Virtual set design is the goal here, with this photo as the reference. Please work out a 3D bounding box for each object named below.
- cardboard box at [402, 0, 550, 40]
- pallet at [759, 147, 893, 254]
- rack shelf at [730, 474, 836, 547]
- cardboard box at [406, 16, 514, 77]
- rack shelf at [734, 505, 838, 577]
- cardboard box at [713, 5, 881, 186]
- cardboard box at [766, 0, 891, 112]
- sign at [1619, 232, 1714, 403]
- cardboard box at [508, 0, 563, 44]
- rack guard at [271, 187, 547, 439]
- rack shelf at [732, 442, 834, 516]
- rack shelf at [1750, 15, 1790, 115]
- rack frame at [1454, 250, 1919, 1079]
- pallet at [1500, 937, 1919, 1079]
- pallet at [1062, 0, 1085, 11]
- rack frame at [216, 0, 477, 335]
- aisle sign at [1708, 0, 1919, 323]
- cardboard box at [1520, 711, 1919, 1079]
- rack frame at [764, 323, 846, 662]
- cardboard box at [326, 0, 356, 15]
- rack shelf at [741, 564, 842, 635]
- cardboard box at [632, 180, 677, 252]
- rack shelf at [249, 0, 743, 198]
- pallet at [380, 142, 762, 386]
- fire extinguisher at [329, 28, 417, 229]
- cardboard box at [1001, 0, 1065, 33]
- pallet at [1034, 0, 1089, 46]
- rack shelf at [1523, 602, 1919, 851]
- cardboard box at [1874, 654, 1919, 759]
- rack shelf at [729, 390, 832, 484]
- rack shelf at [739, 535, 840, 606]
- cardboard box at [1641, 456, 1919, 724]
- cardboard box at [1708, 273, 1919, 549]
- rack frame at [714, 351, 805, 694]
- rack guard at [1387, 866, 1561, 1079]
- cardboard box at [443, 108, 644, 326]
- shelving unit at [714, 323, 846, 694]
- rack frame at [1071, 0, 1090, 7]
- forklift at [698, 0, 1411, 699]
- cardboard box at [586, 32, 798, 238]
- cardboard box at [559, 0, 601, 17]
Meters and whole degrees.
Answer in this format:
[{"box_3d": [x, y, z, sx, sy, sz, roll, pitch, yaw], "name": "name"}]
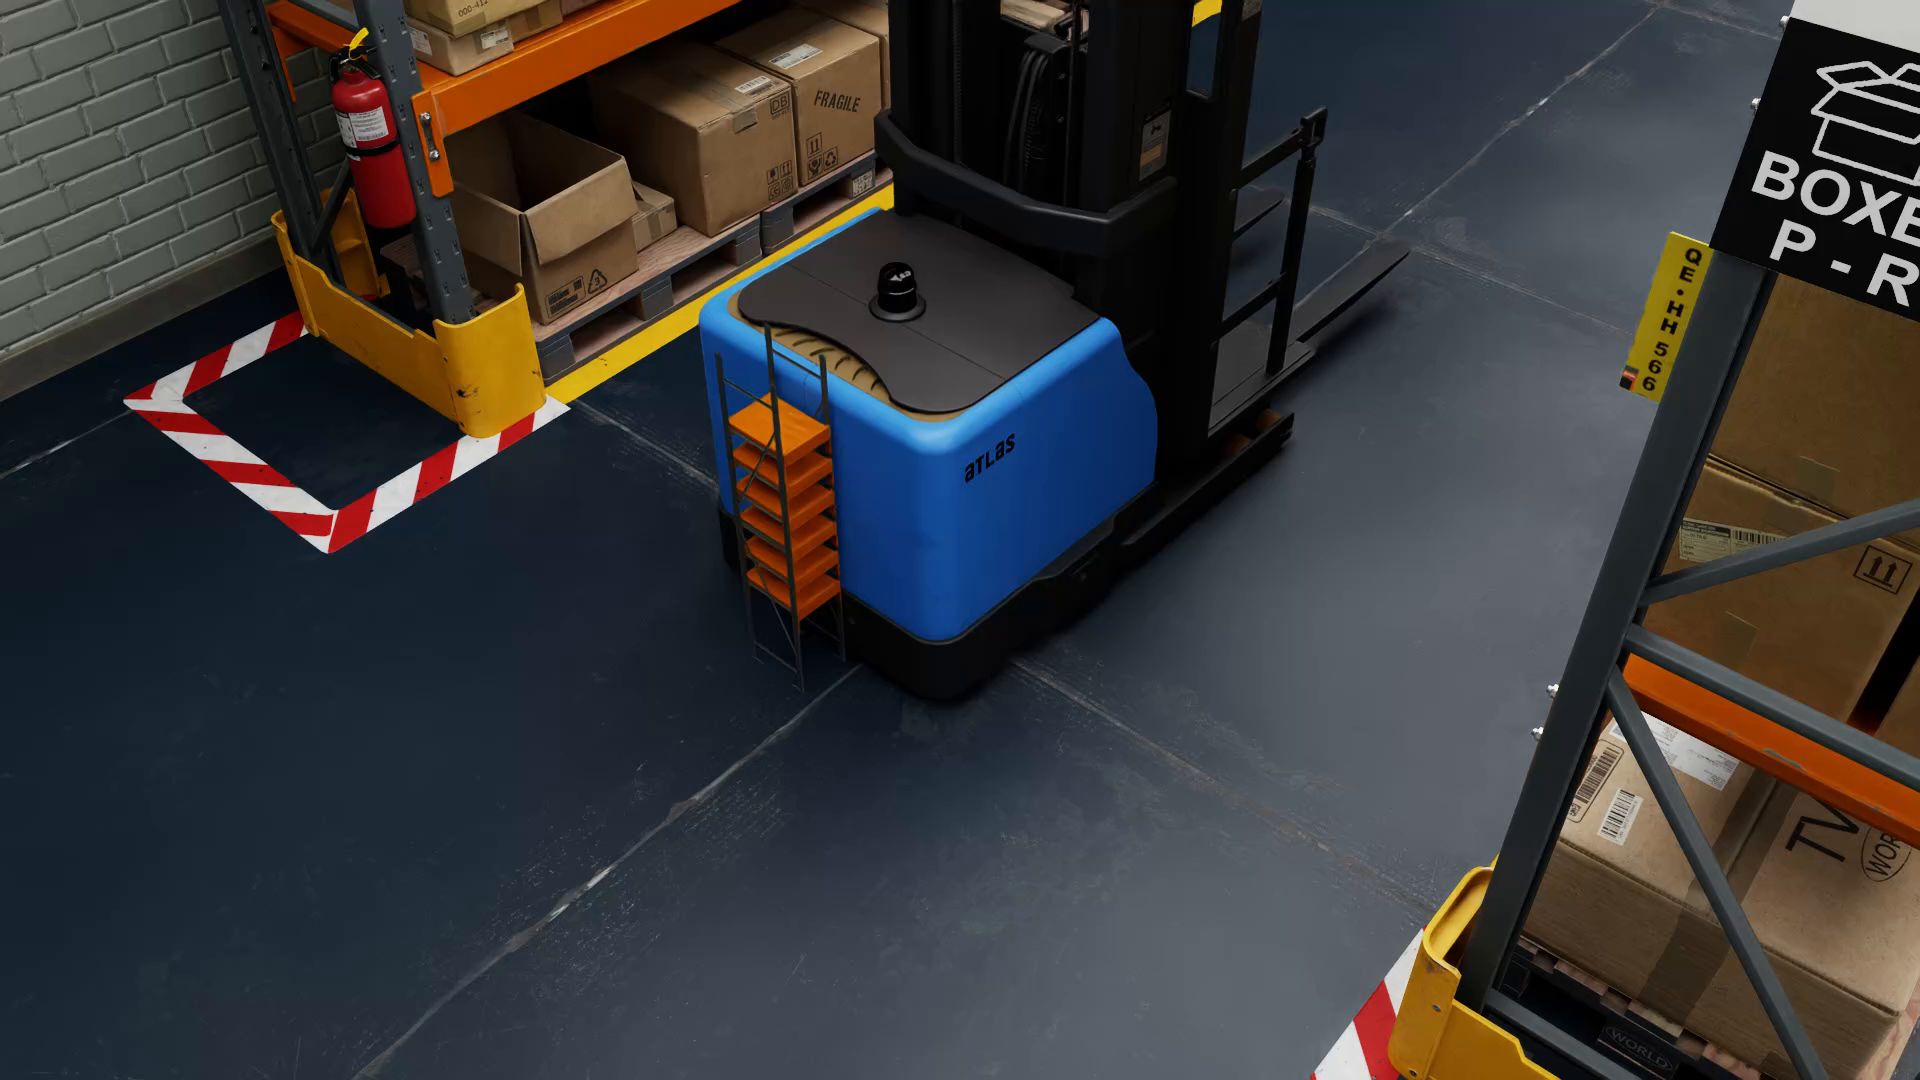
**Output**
[{"box_3d": [-1.656, -1.941, 5.545, 0.500, 0.250, 0.500, 30, 50, 29], "name": "cardboard box"}, {"box_3d": [-0.807, -1.813, 7.587, 1.003, 0.211, 1.213, 29, 50, 28], "name": "pallet"}, {"box_3d": [-0.517, -0.117, 4.875, 0.258, 0.103, 0.180, 31, 51, 30], "name": "rack shelf"}, {"box_3d": [-1.732, -1.727, 5.606, 0.380, 0.149, 0.250, 29, 50, 28], "name": "cardboard box"}, {"box_3d": [-0.517, -0.028, 4.955, 0.258, 0.103, 0.180, 31, 51, 30], "name": "rack shelf"}, {"box_3d": [-0.691, -1.926, 7.184, 0.500, 0.500, 0.500, 30, 50, 29], "name": "cardboard box"}, {"box_3d": [-0.440, -2.232, 7.520, 0.700, 0.500, 0.500, 28, 49, 27], "name": "cardboard box"}, {"box_3d": [1.241, -0.380, 2.902, 0.100, 0.325, 0.005, 29, 50, 28], "name": "sign"}, {"box_3d": [-1.604, -1.878, 5.772, 0.380, 0.149, 0.250, 31, 51, 29], "name": "cardboard box"}, {"box_3d": [-2.105, -0.884, 6.350, 1.175, 0.500, 0.348, 29, 50, 28], "name": "rack guard"}, {"box_3d": [-0.517, -0.206, 4.794, 0.258, 0.103, 0.180, 31, 51, 30], "name": "rack shelf"}, {"box_3d": [2.935, -1.496, 3.470, 1.077, 0.370, 4.000, 29, 50, 28], "name": "rack shelf"}, {"box_3d": [1.648, 0.378, 3.105, 1.000, 3.000, 0.127, 29, 50, 28], "name": "rack frame"}, {"box_3d": [2.102, 0.964, 4.533, 1.003, 0.211, 1.213, 29, 50, 28], "name": "pallet"}, {"box_3d": [0.915, -3.232, 9.148, 1.003, 0.211, 1.213, 29, 50, 28], "name": "pallet"}, {"box_3d": [-2.154, -1.769, 5.466, 1.000, 3.000, 0.127, 29, 50, 28], "name": "rack frame"}, {"box_3d": [1.364, -0.681, 2.337, 0.394, 0.787, 0.004, 29, 50, 28], "name": "aisle sign"}, {"box_3d": [1.996, 0.787, 4.247, 0.875, 0.438, 0.875, 28, 49, 27], "name": "cardboard box"}, {"box_3d": [-0.456, -0.107, 4.976, 0.240, 1.200, 0.006, 31, 51, 30], "name": "rack frame"}, {"box_3d": [-2.146, -1.963, 5.866, 0.380, 0.149, 0.250, 29, 50, 28], "name": "cardboard box"}, {"box_3d": [-0.517, 0.149, 5.117, 0.258, 0.103, 0.180, 31, 51, 30], "name": "rack shelf"}, {"box_3d": [-1.385, -1.346, 6.807, 0.380, 0.149, 0.250, 28, 49, 27], "name": "cardboard box"}, {"box_3d": [-0.867, -2.533, 6.841, 1.077, 0.370, 4.000, 29, 50, 28], "name": "rack shelf"}, {"box_3d": [-1.593, -1.187, 6.899, 1.003, 0.211, 1.213, 29, 50, 28], "name": "pallet"}, {"box_3d": [-1.895, -1.327, 5.314, 0.296, 0.674, 0.183, 29, 50, 28], "name": "fire extinguisher"}, {"box_3d": [0.287, -2.515, 8.094, 0.380, 0.149, 0.250, 28, 49, 27], "name": "cardboard box"}, {"box_3d": [-0.022, -2.444, 8.281, 1.003, 0.211, 1.213, 29, 50, 28], "name": "pallet"}, {"box_3d": [2.935, -0.386, 4.479, 1.077, 0.370, 4.000, 29, 50, 28], "name": "rack shelf"}, {"box_3d": [2.176, 0.218, 3.206, 0.500, 0.500, 0.500, 29, 50, 28], "name": "cardboard box"}, {"box_3d": [-0.517, -0.295, 4.713, 0.258, 0.103, 0.180, 31, 51, 30], "name": "rack shelf"}, {"box_3d": [-0.517, 0.060, 5.036, 0.258, 0.103, 0.180, 31, 51, 30], "name": "rack shelf"}, {"box_3d": [1.755, -0.022, 3.470, 0.500, 0.500, 0.500, 30, 50, 29], "name": "cardboard box"}, {"box_3d": [1.776, -0.380, 3.121, 0.500, 0.500, 0.500, 31, 51, 30], "name": "cardboard box"}, {"box_3d": [-0.578, -0.016, 4.875, 0.240, 1.200, 0.006, 31, 51, 30], "name": "rack frame"}, {"box_3d": [1.632, 1.315, 3.932, 1.175, 0.500, 0.348, 29, 50, 28], "name": "rack guard"}, {"box_3d": [-1.688, -1.275, 6.466, 0.797, 0.503, 0.637, 28, 49, 27], "name": "cardboard box"}, {"box_3d": [-0.517, -0.061, 4.926, 0.258, 1.200, 0.189, 31, 51, 30], "name": "shelving unit"}, {"box_3d": [0.420, -3.829, 7.731, 1.000, 3.000, 0.127, 29, 50, 28], "name": "rack frame"}, {"box_3d": [0.565, -1.506, 5.227, 1.130, 2.935, 3.031, 31, 51, 30], "name": "forklift"}, {"box_3d": [-1.108, -1.697, 6.933, 0.700, 0.500, 0.500, 32, 51, 30], "name": "cardboard box"}, {"box_3d": [-1.462, -2.028, 5.938, 0.380, 0.149, 0.250, 29, 50, 28], "name": "cardboard box"}]
